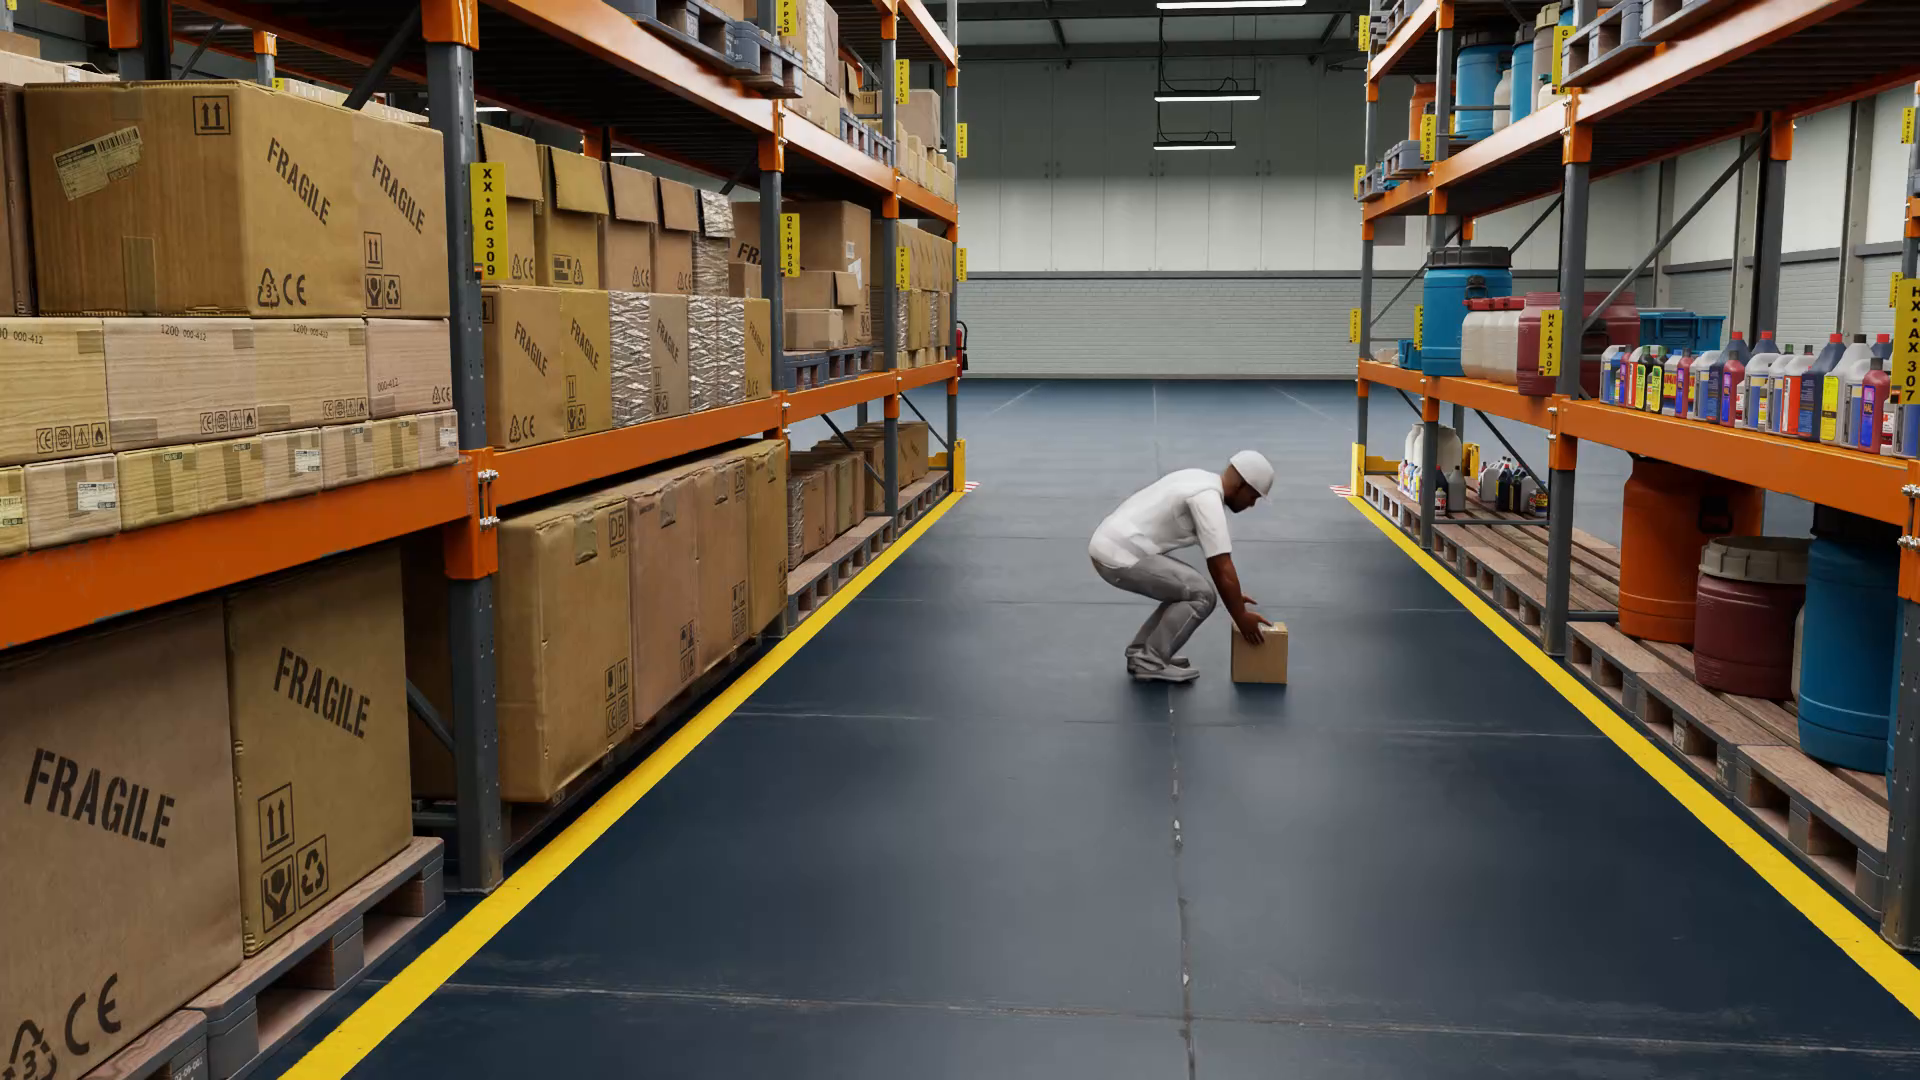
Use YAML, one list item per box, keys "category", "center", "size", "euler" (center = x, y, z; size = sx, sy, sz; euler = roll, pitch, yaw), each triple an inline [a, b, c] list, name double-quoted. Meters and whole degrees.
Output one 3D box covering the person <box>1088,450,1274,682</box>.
- category: "person"
  center: [1.052, 0.110, 7.968]
  size: [0.874, 1.087, 0.602]
  euler: [1, 8, 6]
